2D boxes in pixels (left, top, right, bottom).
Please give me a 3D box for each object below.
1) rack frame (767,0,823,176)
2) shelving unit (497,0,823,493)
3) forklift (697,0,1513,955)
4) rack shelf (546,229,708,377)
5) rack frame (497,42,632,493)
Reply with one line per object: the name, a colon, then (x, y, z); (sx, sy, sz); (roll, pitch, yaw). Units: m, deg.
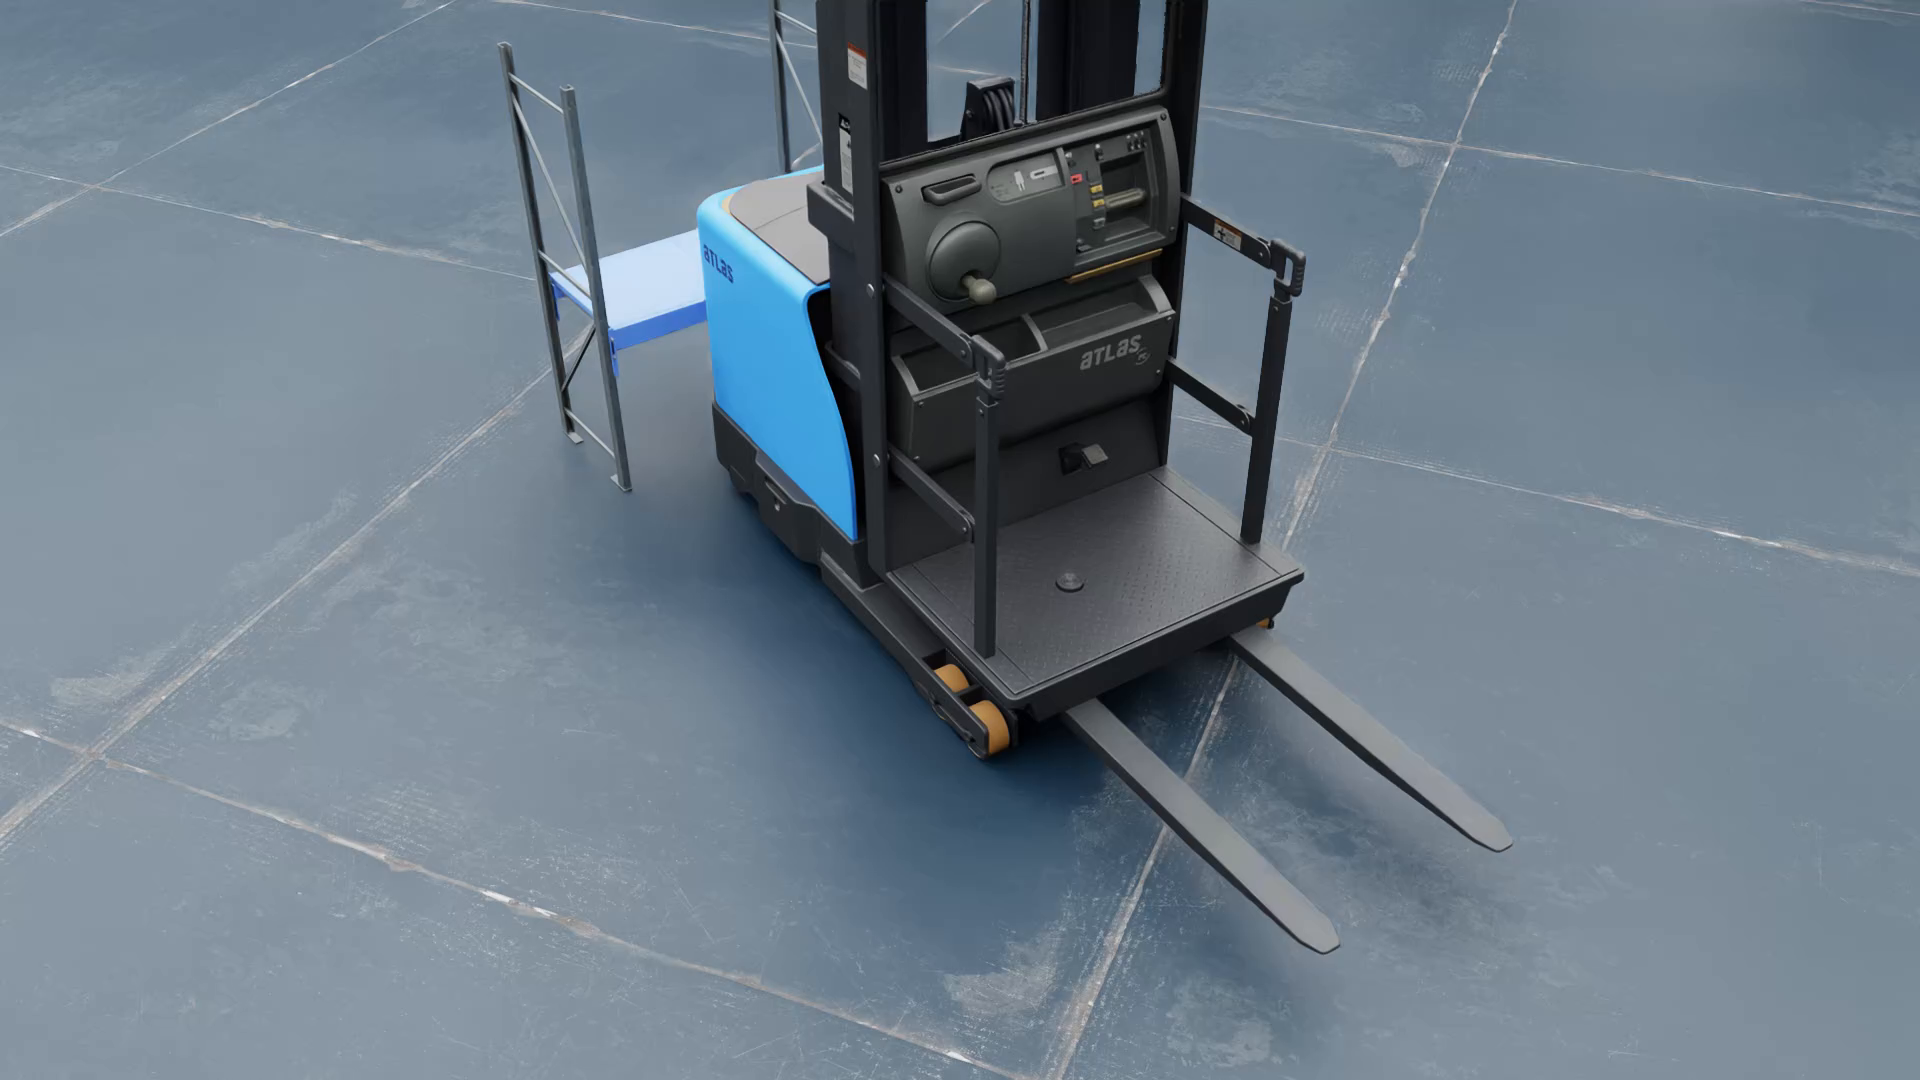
rack frame: (-0.527, -1.260, 6.183); (0.032, 1.500, 0.500); (-24, 43, -29)
shelving unit: (-0.934, -1.078, 5.940); (1.048, 1.500, 0.538); (-24, 43, -29)
forklift: (0.340, -0.860, 4.452); (1.130, 2.935, 3.031); (-21, 42, -26)
rack shelf: (-0.934, -0.934, 6.047); (1.000, 0.185, 0.538); (-24, 43, -29)
rack frame: (-1.342, -0.896, 5.697); (0.032, 1.500, 0.500); (-24, 43, -29)
